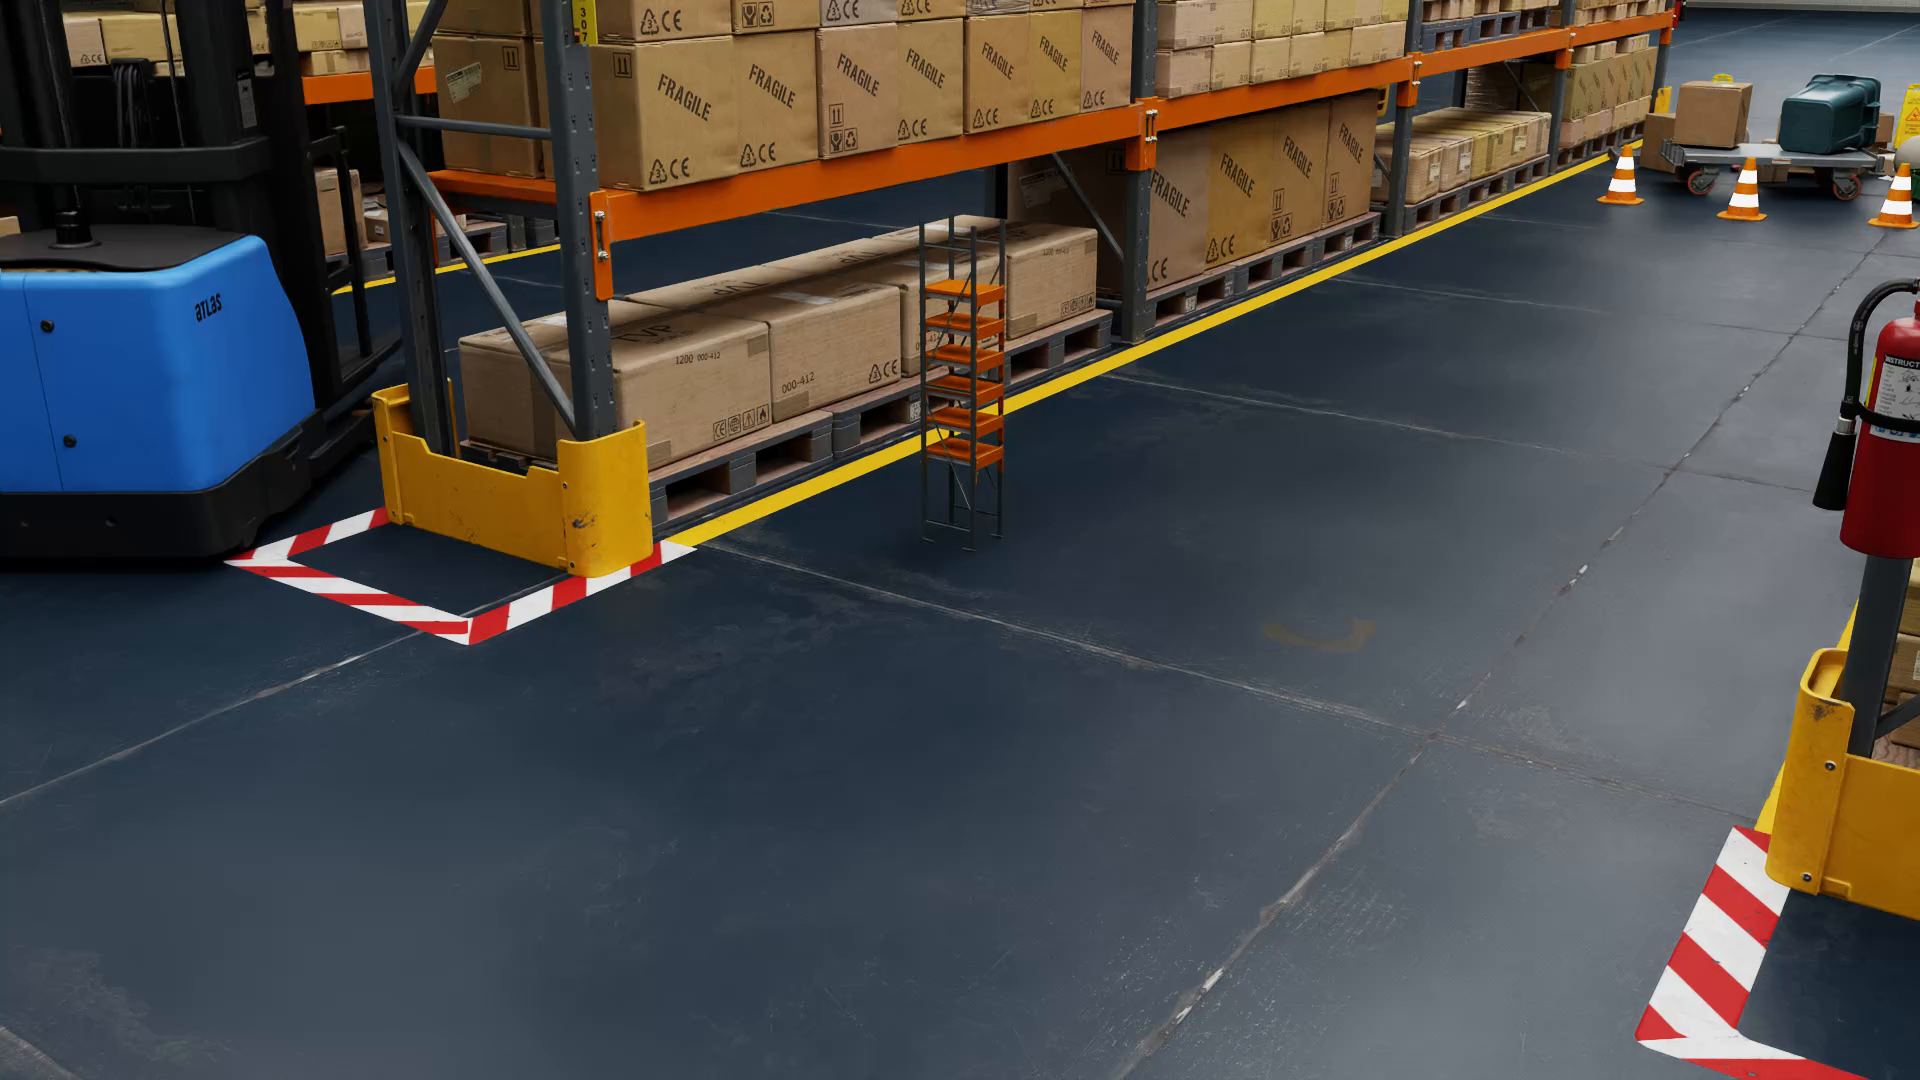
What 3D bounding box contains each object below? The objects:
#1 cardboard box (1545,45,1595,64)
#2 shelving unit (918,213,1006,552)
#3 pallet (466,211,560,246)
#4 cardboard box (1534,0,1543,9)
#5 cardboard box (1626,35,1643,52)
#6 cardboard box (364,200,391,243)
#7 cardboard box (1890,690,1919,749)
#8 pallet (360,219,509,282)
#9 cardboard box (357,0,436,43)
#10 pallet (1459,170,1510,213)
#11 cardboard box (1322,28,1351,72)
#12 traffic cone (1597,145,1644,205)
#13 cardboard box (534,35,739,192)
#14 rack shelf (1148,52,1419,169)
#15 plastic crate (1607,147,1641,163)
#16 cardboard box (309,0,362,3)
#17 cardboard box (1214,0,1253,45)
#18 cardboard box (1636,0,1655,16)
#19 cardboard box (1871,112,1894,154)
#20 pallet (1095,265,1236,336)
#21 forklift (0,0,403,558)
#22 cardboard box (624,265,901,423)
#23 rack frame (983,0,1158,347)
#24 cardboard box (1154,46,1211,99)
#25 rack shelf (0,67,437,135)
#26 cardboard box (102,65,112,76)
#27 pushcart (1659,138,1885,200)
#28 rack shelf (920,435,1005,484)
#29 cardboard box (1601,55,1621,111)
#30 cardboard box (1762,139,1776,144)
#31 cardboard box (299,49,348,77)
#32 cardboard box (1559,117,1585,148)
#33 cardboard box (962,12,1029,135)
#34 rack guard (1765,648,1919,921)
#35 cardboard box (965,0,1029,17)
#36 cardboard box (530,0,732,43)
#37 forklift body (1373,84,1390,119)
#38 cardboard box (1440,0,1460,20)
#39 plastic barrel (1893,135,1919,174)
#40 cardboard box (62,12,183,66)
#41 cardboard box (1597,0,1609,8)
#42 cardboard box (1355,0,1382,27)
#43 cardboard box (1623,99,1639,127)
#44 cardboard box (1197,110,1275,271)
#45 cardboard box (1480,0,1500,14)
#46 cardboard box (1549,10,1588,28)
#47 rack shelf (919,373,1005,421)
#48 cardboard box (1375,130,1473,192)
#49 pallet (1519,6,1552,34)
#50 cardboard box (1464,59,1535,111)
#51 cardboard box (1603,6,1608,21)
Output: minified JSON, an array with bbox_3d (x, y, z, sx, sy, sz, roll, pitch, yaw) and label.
[{"bbox_3d":[5.750,-4.580,15.664,0.380,0.149,0.250,14,24,33],"label":"cardboard box"},{"bbox_3d":[0.008,-0.567,6.068,0.258,1.200,0.189,13,24,32],"label":"shelving unit"},{"bbox_3d":[-3.103,-2.480,12.665,1.003,0.211,1.213,13,24,32],"label":"pallet"},{"bbox_3d":[4.736,-4.600,14.134,0.380,0.149,0.250,13,24,31],"label":"cardboard box"},{"bbox_3d":[6.794,-5.116,17.114,0.380,0.149,0.250,14,24,33],"label":"cardboard box"},{"bbox_3d":[-3.800,-2.142,11.068,0.396,0.266,0.258,14,25,34],"label":"cardboard box"},{"bbox_3d":[2.603,0.452,4.222,0.380,0.149,0.250,14,24,33],"label":"cardboard box"},{"bbox_3d":[-3.916,-2.042,11.482,1.003,0.211,1.213,13,24,32],"label":"pallet"},{"bbox_3d":[-3.614,-3.423,10.981,0.500,0.250,0.500,14,24,33],"label":"cardboard box"},{"bbox_3d":[3.953,-2.992,14.051,1.003,0.211,1.213,13,24,32],"label":"pallet"},{"bbox_3d":[2.186,-3.171,10.729,0.500,0.250,0.500,13,24,31],"label":"cardboard box"},{"bbox_3d":[5.536,-3.057,13.862,0.336,0.463,0.334,13,24,32],"label":"traffic cone"},{"bbox_3d":[-1.163,-1.561,6.017,0.500,0.500,0.500,13,24,31],"label":"cardboard box"},{"bbox_3d":[1.702,-2.817,10.593,1.077,0.370,4.000,13,24,32],"label":"rack shelf"},{"bbox_3d":[6.636,-3.797,16.414,0.402,0.080,0.583,5,21,13],"label":"plastic crate"},{"bbox_3d":[-4.031,-3.527,11.263,0.500,0.250,0.500,13,24,31],"label":"cardboard box"},{"bbox_3d":[1.328,-2.971,9.468,0.500,0.250,0.500,14,24,33],"label":"cardboard box"},{"bbox_3d":[6.958,-5.513,17.207,0.380,0.149,0.250,14,24,33],"label":"cardboard box"},{"bbox_3d":[8.430,-3.855,15.960,0.797,0.503,0.637,-2,20,-5],"label":"cardboard box"},{"bbox_3d":[0.949,-1.508,10.038,1.003,0.211,1.213,13,24,32],"label":"pallet"},{"bbox_3d":[-3.152,-1.771,6.827,1.130,2.935,3.031,0,20,-1],"label":"forklift"},{"bbox_3d":[-0.875,-0.901,7.464,0.875,0.438,0.875,14,25,33],"label":"cardboard box"},{"bbox_3d":[0.578,-2.580,8.916,1.000,3.000,0.127,13,24,32],"label":"rack frame"},{"bbox_3d":[1.044,-2.585,9.145,0.500,0.250,0.500,13,24,31],"label":"cardboard box"},{"bbox_3d":[-4.654,-2.636,10.104,1.077,0.370,4.000,13,24,32],"label":"rack shelf"},{"bbox_3d":[-4.805,-2.624,9.398,0.380,0.149,0.250,14,24,33],"label":"cardboard box"},{"bbox_3d":[6.989,-3.215,14.413,1.648,0.377,0.936,5,21,13],"label":"pushcart"},{"bbox_3d":[0.008,-0.300,6.167,0.258,0.103,0.180,13,24,32],"label":"rack shelf"},{"bbox_3d":[6.214,-4.555,16.534,0.500,0.500,0.500,15,25,35],"label":"cardboard box"},{"bbox_3d":[8.258,-3.916,16.638,0.250,0.149,0.380,-10,22,-24],"label":"cardboard box"},{"bbox_3d":[-4.044,-2.982,10.364,0.380,0.149,0.250,13,24,31],"label":"cardboard box"},{"bbox_3d":[5.630,-3.899,15.841,0.500,0.250,0.500,12,23,29],"label":"cardboard box"},{"bbox_3d":[-0.027,-2.148,7.605,0.500,0.500,0.500,13,24,31],"label":"cardboard box"},{"bbox_3d":[2.523,0.655,3.775,1.175,0.500,0.348,13,24,32],"label":"rack guard"},{"bbox_3d":[-0.029,-2.615,7.425,0.500,0.500,0.500,14,24,33],"label":"cardboard box"},{"bbox_3d":[-1.165,-2.030,5.845,0.500,0.500,0.500,13,24,31],"label":"cardboard box"},{"bbox_3d":[3.659,-5.692,18.553,2.313,2.155,1.214,13,24,32],"label":"forklift body"},{"bbox_3d":[3.542,-4.008,12.533,0.380,0.149,0.250,12,23,28],"label":"cardboard box"},{"bbox_3d":[8.595,-3.355,14.726,0.421,0.421,0.512,-6,21,-15],"label":"plastic barrel"},{"bbox_3d":[-4.735,-2.837,9.398,0.500,0.250,0.500,13,24,31],"label":"cardboard box"},{"bbox_3d":[5.816,-5.282,15.649,0.500,0.500,0.500,13,24,32],"label":"cardboard box"},{"bbox_3d":[2.479,-3.556,11.049,0.500,0.250,0.500,13,24,30],"label":"cardboard box"},{"bbox_3d":[6.794,-4.499,17.462,0.500,0.250,0.500,13,24,32],"label":"cardboard box"},{"bbox_3d":[1.362,-2.235,10.440,0.875,0.875,0.875,14,25,33],"label":"cardboard box"},{"bbox_3d":[4.112,-4.318,13.372,0.380,0.149,0.250,14,25,33],"label":"cardboard box"},{"bbox_3d":[5.517,-4.785,15.241,0.380,0.149,0.250,13,24,32],"label":"cardboard box"},{"bbox_3d":[0.008,-0.525,6.083,0.258,0.103,0.180,13,24,32],"label":"rack shelf"},{"bbox_3d":[3.560,-3.066,13.412,0.950,0.372,0.625,13,24,31],"label":"cardboard box"},{"bbox_3d":[4.525,-4.595,14.639,1.003,0.211,1.213,13,24,32],"label":"pallet"},{"bbox_3d":[5.186,-4.357,15.996,0.500,0.500,0.500,13,24,31],"label":"cardboard box"},{"bbox_3d":[6.032,-5.097,16.083,0.380,0.149,0.250,13,24,32],"label":"cardboard box"}]
